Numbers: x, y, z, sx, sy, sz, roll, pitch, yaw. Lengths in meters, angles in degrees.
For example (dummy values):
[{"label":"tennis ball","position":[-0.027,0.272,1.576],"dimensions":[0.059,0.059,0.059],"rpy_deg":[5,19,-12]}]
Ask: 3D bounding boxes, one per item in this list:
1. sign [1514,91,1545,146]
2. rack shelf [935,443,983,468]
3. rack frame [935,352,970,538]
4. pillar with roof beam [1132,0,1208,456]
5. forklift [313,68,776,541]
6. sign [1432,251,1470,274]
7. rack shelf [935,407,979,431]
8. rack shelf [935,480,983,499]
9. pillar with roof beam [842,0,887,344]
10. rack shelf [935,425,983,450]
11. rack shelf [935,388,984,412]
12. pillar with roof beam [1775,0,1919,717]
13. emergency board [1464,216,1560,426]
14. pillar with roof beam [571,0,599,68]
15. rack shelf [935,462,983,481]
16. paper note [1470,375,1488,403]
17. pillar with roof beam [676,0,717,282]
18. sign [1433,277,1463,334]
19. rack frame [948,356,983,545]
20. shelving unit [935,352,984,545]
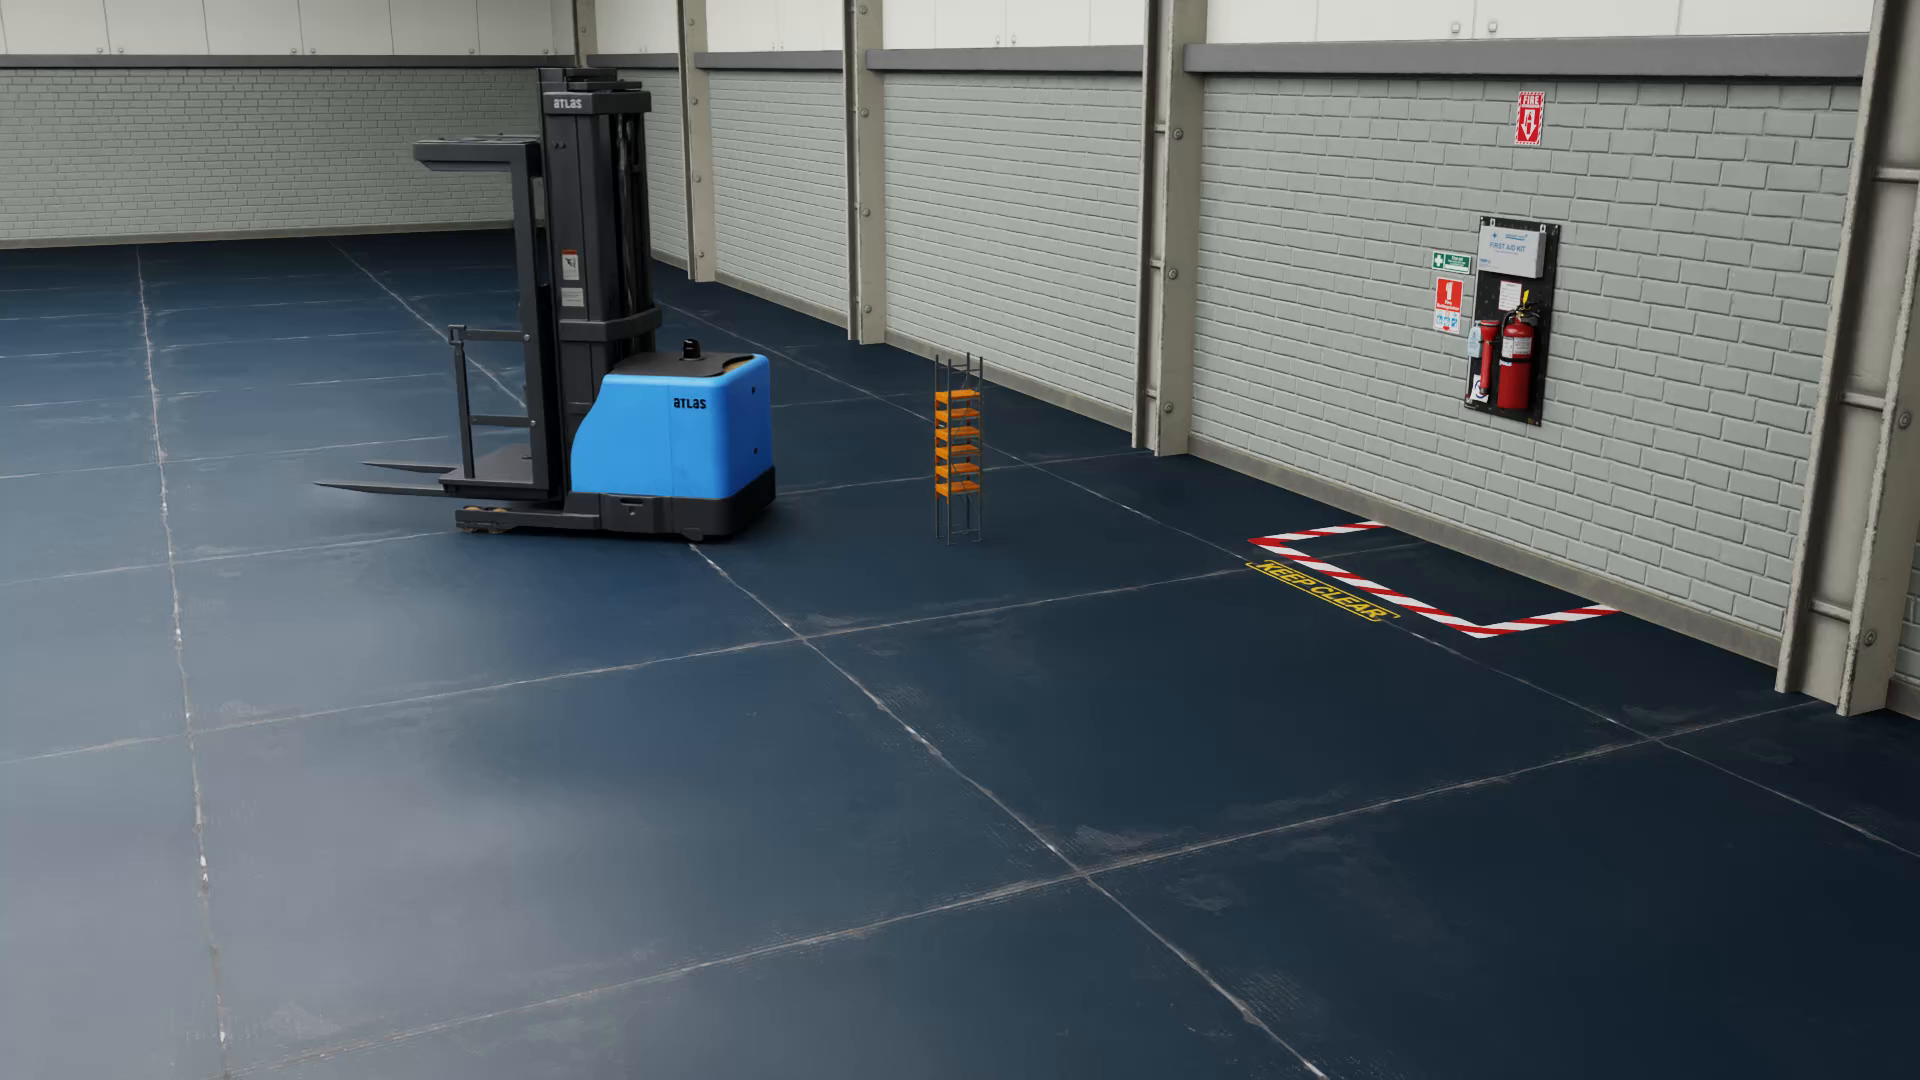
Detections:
[{"label":"sign","position":[3.269,-2.421,9.546],"dimensions":[0.001,0.298,0.199],"rpy_deg":[-8,18,-25]},{"label":"rack shelf","position":[-0.006,-0.538,10.610],"dimensions":[0.258,0.103,0.180],"rpy_deg":[-8,18,-25]},{"label":"rack frame","position":[-0.046,-0.603,10.677],"dimensions":[0.240,1.200,0.006],"rpy_deg":[-8,18,-25]},{"label":"pillar with roof beam","position":[-2.267,-4.526,10.210],"dimensions":[9.100,9.000,0.400],"rpy_deg":[-8,18,-25]},{"label":"forklift","position":[-2.842,-1.587,10.967],"dimensions":[3.031,2.935,1.130],"rpy_deg":[3,16,11]},{"label":"sign","position":[3.027,-1.712,10.253],"dimensions":[0.001,0.109,0.331],"rpy_deg":[-8,18,-25]},{"label":"rack shelf","position":[-0.006,-0.768,10.544],"dimensions":[0.258,0.103,0.180],"rpy_deg":[-8,18,-25]},{"label":"rack shelf","position":[-0.006,-0.307,10.676],"dimensions":[0.258,0.103,0.180],"rpy_deg":[-8,18,-25]},{"label":"pillar with roof beam","position":[-4.896,-6.014,15.394],"dimensions":[9.100,9.000,0.400],"rpy_deg":[-8,18,-25]},{"label":"rack shelf","position":[-0.006,-0.653,10.577],"dimensions":[0.258,0.103,0.180],"rpy_deg":[-8,18,-25]},{"label":"rack shelf","position":[-0.006,-0.884,10.511],"dimensions":[0.258,0.103,0.180],"rpy_deg":[-8,18,-25]},{"label":"pillar with roof beam","position":[0.361,-3.039,5.026],"dimensions":[9.100,9.000,0.400],"rpy_deg":[-8,18,-25]},{"label":"emergency board","position":[3.183,-1.293,9.817],"dimensions":[0.194,1.169,0.643],"rpy_deg":[-8,18,-25]},{"label":"pillar with roof beam","position":[-10.153,-8.990,25.763],"dimensions":[9.100,9.000,0.400],"rpy_deg":[-8,18,-25]},{"label":"rack shelf","position":[-0.006,-0.422,10.643],"dimensions":[0.258,0.103,0.180],"rpy_deg":[-8,18,-25]},{"label":"paper note","position":[3.167,-0.921,10.121],"dimensions":[0.016,0.148,0.142],"rpy_deg":[-8,18,-25]},{"label":"pillar with roof beam","position":[-7.524,-7.502,20.579],"dimensions":[9.100,9.000,0.400],"rpy_deg":[-8,18,-25]},{"label":"sign","position":[3.033,-1.459,10.333],"dimensions":[0.001,0.329,0.234],"rpy_deg":[-8,18,-25]},{"label":"rack frame","position":[0.034,-0.558,10.519],"dimensions":[0.240,1.200,0.006],"rpy_deg":[-8,18,-25]},{"label":"shelving unit","position":[-0.006,-0.580,10.598],"dimensions":[0.258,1.200,0.189],"rpy_deg":[-8,18,-25]}]
